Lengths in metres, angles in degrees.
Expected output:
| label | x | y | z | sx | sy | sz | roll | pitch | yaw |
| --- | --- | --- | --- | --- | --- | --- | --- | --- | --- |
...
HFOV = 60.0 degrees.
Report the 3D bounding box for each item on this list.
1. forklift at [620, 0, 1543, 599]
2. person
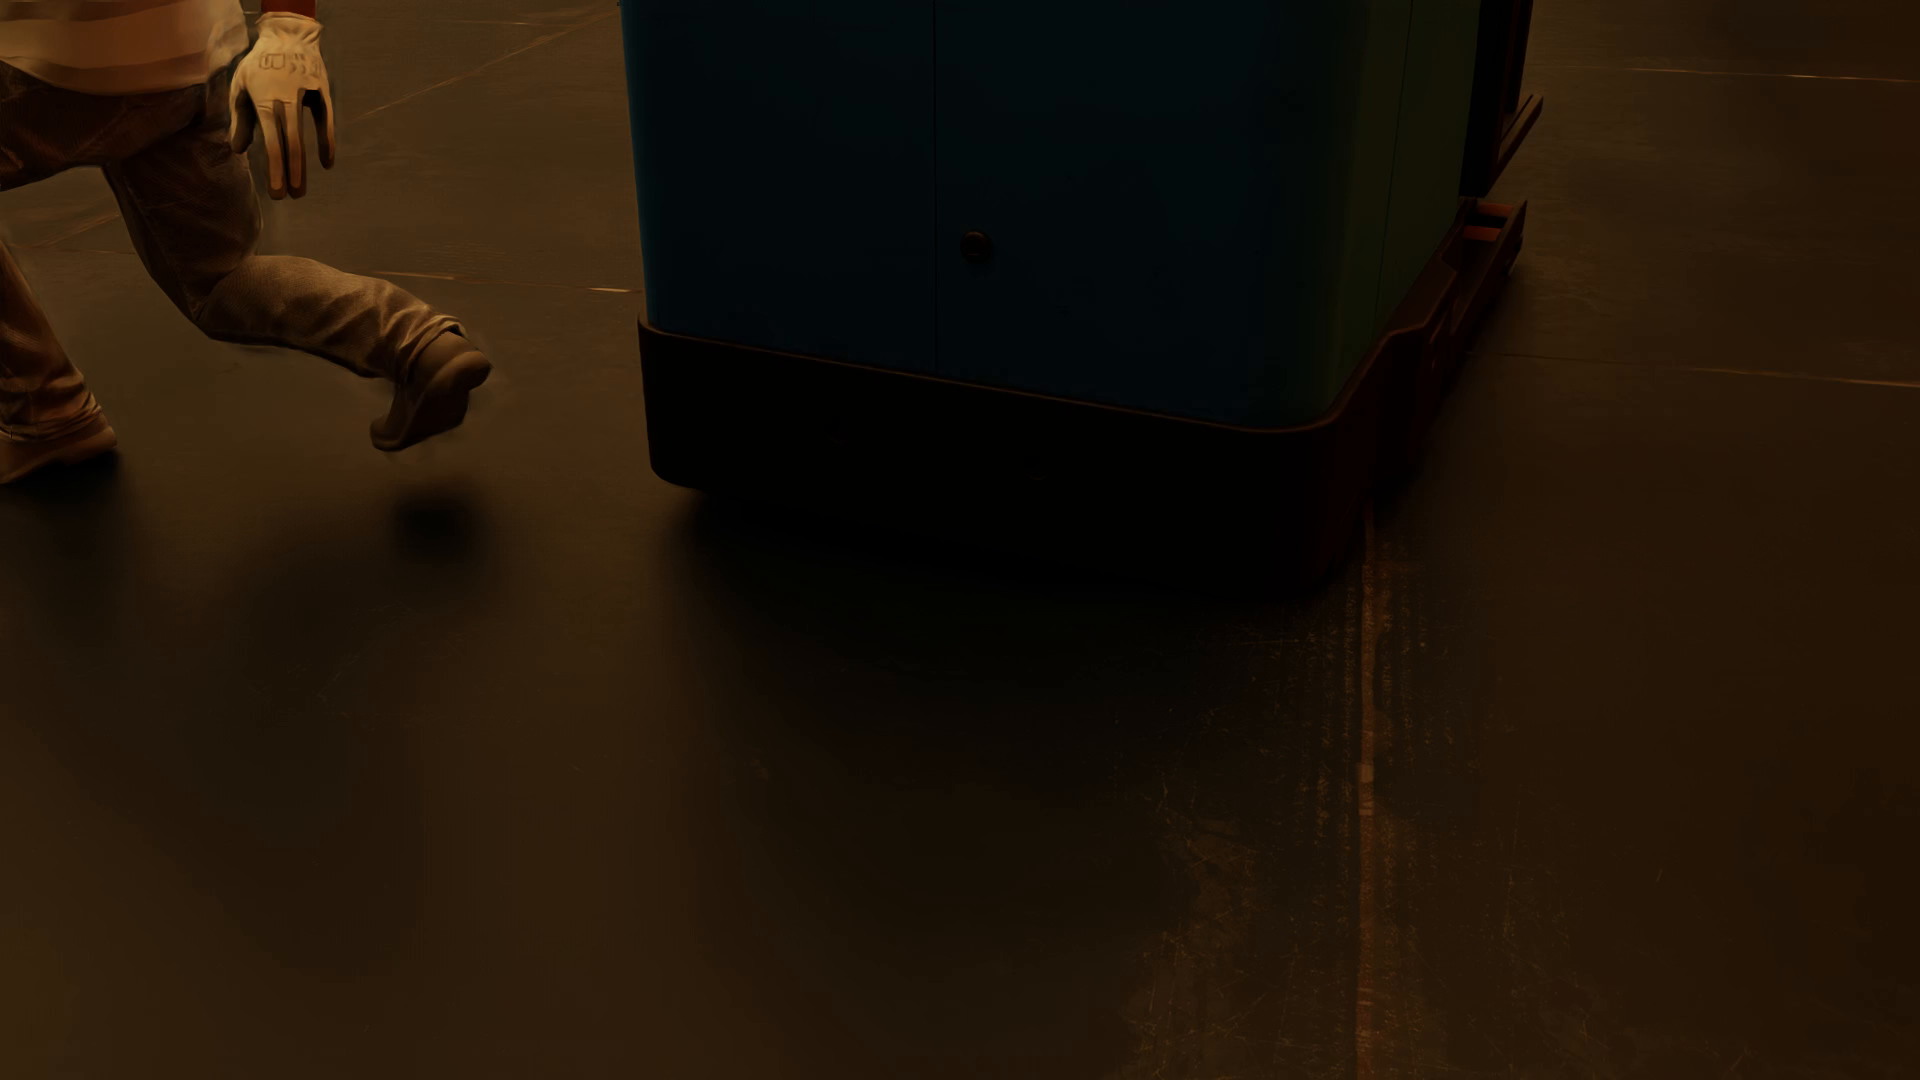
| label | x | y | z | sx | sy | sz | roll | pitch | yaw |
| --- | --- | --- | --- | --- | --- | --- | --- | --- | --- |
| forklift | 0.587 | -1.869 | 2.950 | 1.130 | 2.935 | 3.031 | 11 | 29 | 22 |
| person | -1.200 | -0.706 | 2.286 | 0.961 | 1.544 | 0.761 | -2 | 27 | -5 |
